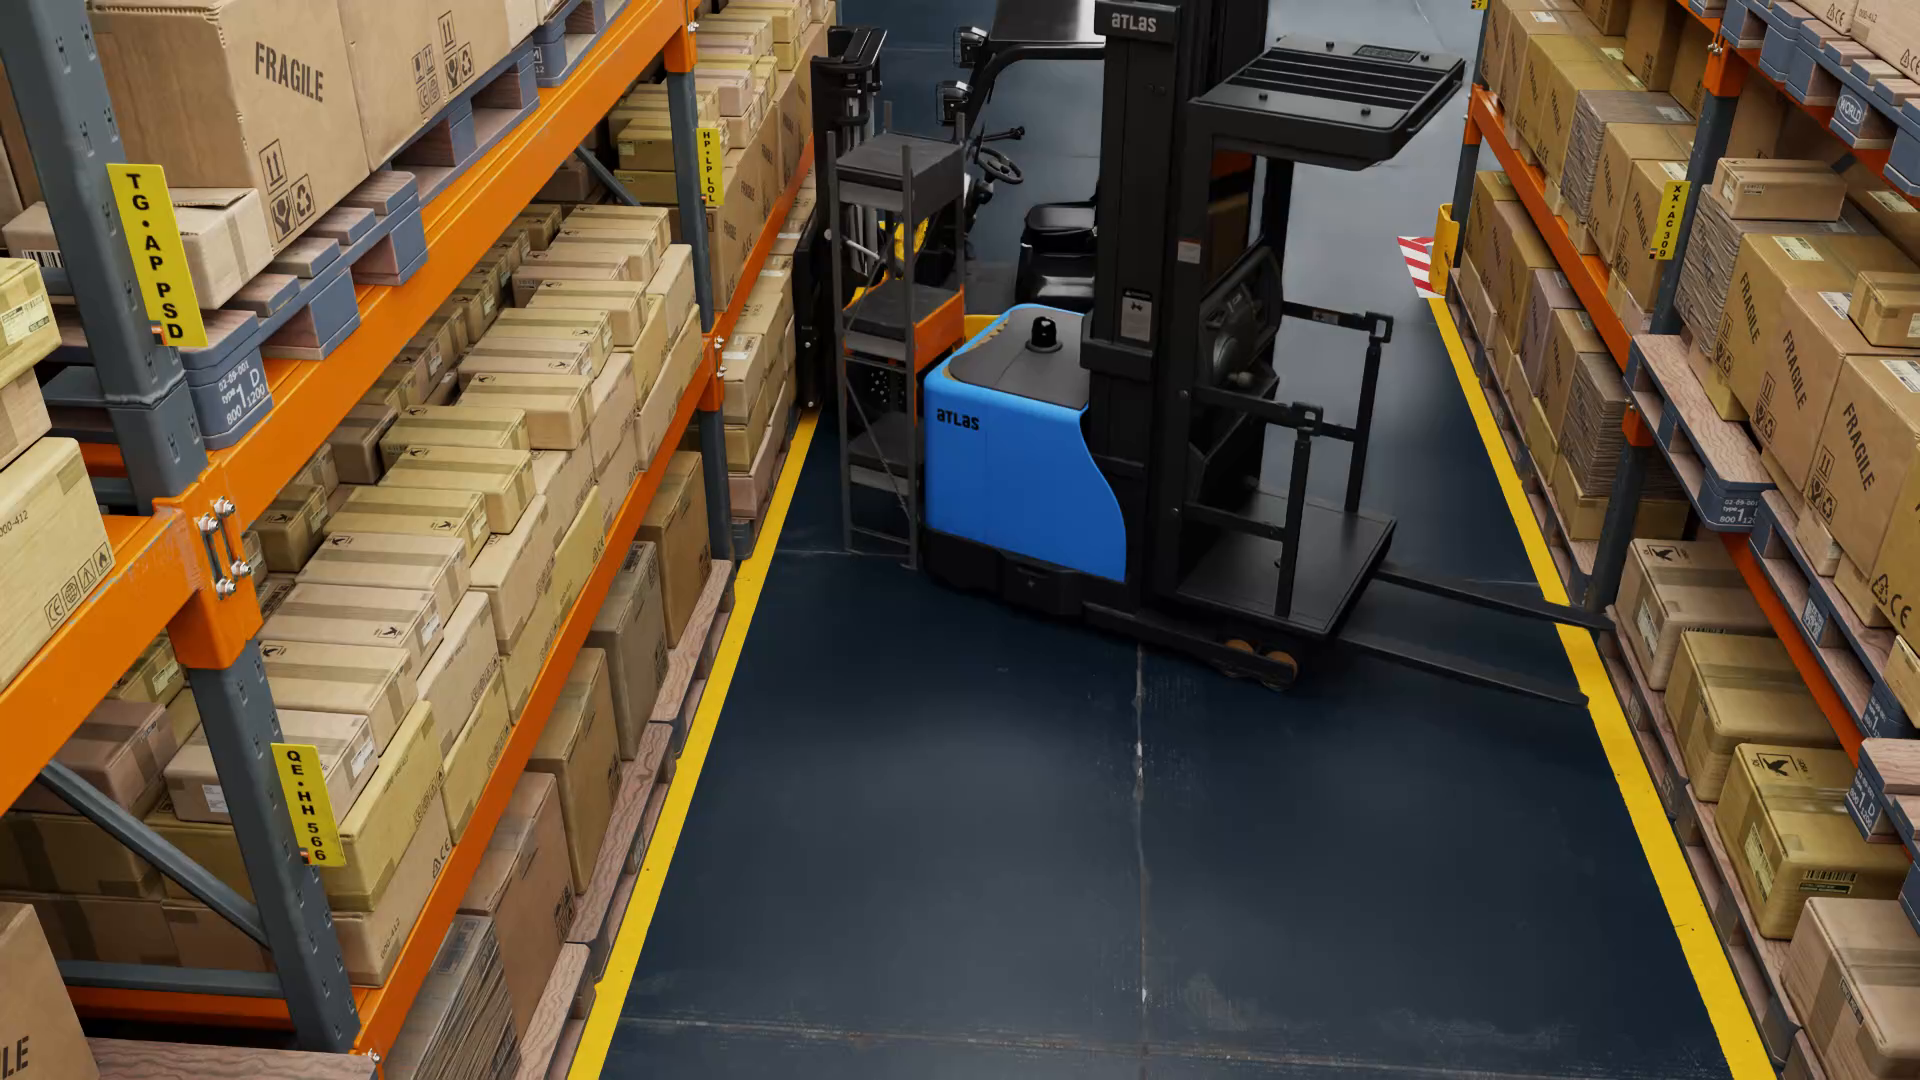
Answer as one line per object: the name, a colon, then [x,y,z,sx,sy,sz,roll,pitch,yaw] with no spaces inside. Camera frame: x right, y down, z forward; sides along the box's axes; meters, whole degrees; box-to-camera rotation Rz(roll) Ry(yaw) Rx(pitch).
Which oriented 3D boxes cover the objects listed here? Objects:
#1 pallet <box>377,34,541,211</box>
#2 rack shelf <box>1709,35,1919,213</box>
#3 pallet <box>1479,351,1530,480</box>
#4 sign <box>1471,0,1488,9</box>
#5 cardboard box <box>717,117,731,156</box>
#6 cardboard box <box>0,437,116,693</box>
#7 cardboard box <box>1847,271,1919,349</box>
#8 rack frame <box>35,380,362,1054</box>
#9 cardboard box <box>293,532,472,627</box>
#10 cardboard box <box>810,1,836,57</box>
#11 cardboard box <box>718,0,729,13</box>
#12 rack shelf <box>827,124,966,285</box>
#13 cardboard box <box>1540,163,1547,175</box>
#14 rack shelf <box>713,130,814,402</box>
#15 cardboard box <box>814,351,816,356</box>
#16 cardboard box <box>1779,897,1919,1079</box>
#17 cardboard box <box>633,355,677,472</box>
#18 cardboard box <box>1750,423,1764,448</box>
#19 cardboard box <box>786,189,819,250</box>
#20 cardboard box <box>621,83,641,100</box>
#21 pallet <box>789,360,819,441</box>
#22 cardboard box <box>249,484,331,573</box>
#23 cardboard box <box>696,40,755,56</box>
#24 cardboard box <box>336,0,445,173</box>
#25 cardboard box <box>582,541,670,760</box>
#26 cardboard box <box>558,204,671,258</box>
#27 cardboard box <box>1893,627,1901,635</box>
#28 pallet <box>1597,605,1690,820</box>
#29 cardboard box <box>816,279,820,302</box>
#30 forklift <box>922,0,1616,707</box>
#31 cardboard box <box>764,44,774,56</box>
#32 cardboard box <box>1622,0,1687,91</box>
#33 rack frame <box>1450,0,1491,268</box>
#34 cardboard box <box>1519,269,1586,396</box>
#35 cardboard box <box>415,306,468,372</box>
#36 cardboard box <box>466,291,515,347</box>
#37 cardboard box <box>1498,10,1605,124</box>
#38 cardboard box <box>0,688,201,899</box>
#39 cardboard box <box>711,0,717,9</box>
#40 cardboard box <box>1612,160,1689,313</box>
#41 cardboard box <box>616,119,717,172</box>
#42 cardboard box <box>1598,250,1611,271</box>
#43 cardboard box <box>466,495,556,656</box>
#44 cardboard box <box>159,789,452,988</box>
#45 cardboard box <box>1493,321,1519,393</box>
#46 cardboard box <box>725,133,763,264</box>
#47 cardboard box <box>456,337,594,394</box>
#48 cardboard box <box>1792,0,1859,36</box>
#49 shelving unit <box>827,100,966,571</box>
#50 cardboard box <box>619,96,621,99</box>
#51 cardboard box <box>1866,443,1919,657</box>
pallet: [-1.845,-1.145,4.569,1.003,0.211,1.213,4,32,6]
rack shelf: [3.211,-0.811,4.533,1.077,0.370,4.000,2,32,4]
pallet: [3.490,-0.691,9.170,1.003,0.211,1.213,2,32,4]
sign: [3.159,-3.369,10.033,0.100,0.325,0.005,2,32,4]
cardboard box: [-1.273,-1.843,7.668,0.380,0.149,0.250,2,32,4]
cardboard box: [-1.699,0.061,2.575,0.500,0.250,0.500,1,32,2]
cardboard box: [2.997,-0.707,5.140,0.380,0.149,0.250,4,32,7]
rack frame: [-1.899,0.996,3.775,1.000,3.000,0.127,2,32,4]
cardboard box: [-1.555,0.111,4.498,0.380,0.149,0.250,3,32,5]
cardboard box: [-1.026,-2.962,10.101,0.500,0.500,0.500,2,32,3]
cardboard box: [-1.145,-3.041,9.329,0.380,0.149,0.250,3,32,4]
rack shelf: [-0.273,-1.493,7.362,0.431,0.518,0.480,15,35,23]
cardboard box: [3.341,-2.026,8.917,0.380,0.149,0.250,3,32,6]
rack shelf: [-1.411,-1.836,9.055,1.077,0.370,4.000,2,32,4]
cardboard box: [-1.091,-1.143,9.466,0.500,0.250,0.500,3,32,6]
cardboard box: [3.156,1.464,5.119,0.950,0.372,0.625,2,32,3]
cardboard box: [-1.389,-0.494,6.336,0.500,0.250,0.500,2,32,4]
cardboard box: [3.038,-0.401,5.880,0.380,0.149,0.250,4,32,7]
cardboard box: [-1.042,-1.836,9.637,0.500,0.250,0.500,3,32,5]
cardboard box: [-1.692,-2.127,8.129,0.380,0.149,0.250,3,32,6]
pallet: [-1.371,-0.963,9.611,1.003,0.211,1.213,2,32,4]
cardboard box: [-2.034,-0.041,4.744,0.380,0.149,0.250,2,32,4]
cardboard box: [-1.226,-2.372,8.243,0.380,0.149,0.250,2,32,4]
cardboard box: [-1.656,-1.182,3.858,0.700,0.500,0.500,2,32,3]
cardboard box: [-1.676,0.415,6.581,0.875,0.625,0.625,2,32,3]
cardboard box: [-1.380,-1.227,6.668,0.380,0.149,0.250,4,32,6]
cardboard box: [2.949,0.274,4.786,0.380,0.149,0.250,3,32,4]
pallet: [3.312,0.708,6.899,1.003,0.211,1.213,2,32,4]
cardboard box: [-1.049,-1.608,9.744,0.500,0.250,0.500,2,32,3]
forklift: [1.365,-0.917,6.944,3.031,2.935,1.130,16,35,24]
cardboard box: [-1.187,-2.515,8.758,0.380,0.149,0.250,2,32,4]
cardboard box: [3.709,-2.506,8.125,0.700,0.500,0.500,2,32,4]
rack frame: [3.699,-2.977,10.222,1.000,3.000,0.127,2,32,4]
cardboard box: [3.234,-1.067,8.628,0.500,0.500,0.500,4,32,7]
cardboard box: [-1.957,-0.708,5.826,0.380,0.149,0.250,2,32,4]
cardboard box: [-1.922,-0.728,6.239,0.500,0.250,0.500,2,32,3]
cardboard box: [3.345,-2.640,9.296,0.500,0.500,0.500,3,32,5]
cardboard box: [-2.140,0.600,4.084,0.500,0.250,0.500,3,32,5]
cardboard box: [-1.586,-3.064,9.365,0.380,0.149,0.250,3,32,4]
cardboard box: [3.162,-1.298,7.118,0.500,0.500,0.500,2,32,3]
cardboard box: [-1.252,-1.695,7.145,0.380,0.149,0.250,3,32,5]
cardboard box: [3.243,-1.353,7.826,0.380,0.149,0.250,2,32,3]
cardboard box: [-1.517,0.090,4.911,0.500,0.250,0.500,2,32,3]
cardboard box: [-1.620,0.838,4.174,0.500,0.250,0.500,3,32,4]
cardboard box: [3.277,-1.023,9.272,0.500,0.250,0.500,5,32,7]
cardboard box: [-1.252,-1.632,7.945,0.500,0.500,0.500,3,32,5]
cardboard box: [-1.455,-0.557,5.581,0.380,0.149,0.250,3,32,4]
cardboard box: [2.886,-1.724,5.072,0.500,0.250,0.500,2,32,3]
shelving unit: [-0.273,-0.908,7.723,0.431,2.100,0.503,15,35,23]
cardboard box: [-1.821,-2.123,7.839,0.380,0.149,0.250,2,32,3]
cardboard box: [2.879,0.073,4.493,0.500,0.500,0.500,0,32,1]
